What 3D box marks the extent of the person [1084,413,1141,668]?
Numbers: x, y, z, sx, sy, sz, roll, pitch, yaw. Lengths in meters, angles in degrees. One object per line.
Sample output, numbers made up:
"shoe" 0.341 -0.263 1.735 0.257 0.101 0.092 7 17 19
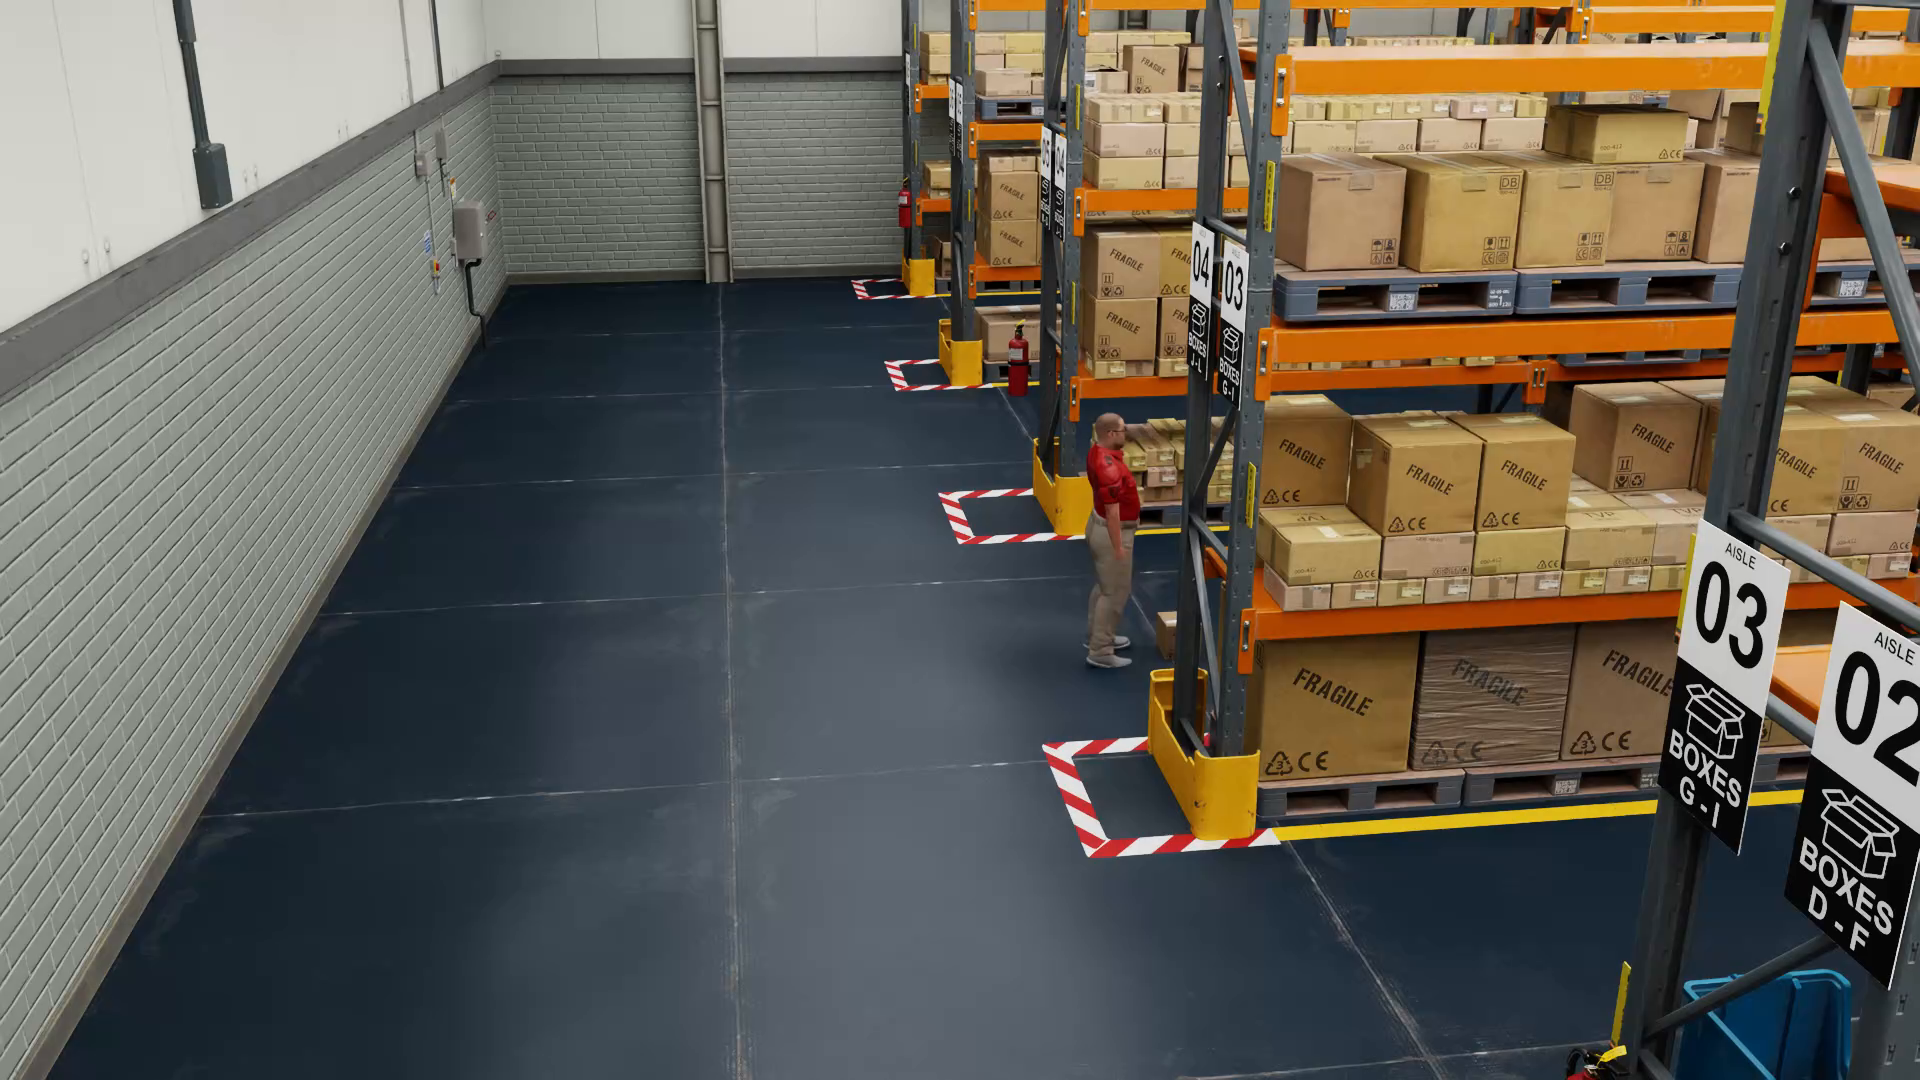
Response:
"person" 1.022 -0.007 11.171 0.367 1.753 0.527 -2 20 -6
